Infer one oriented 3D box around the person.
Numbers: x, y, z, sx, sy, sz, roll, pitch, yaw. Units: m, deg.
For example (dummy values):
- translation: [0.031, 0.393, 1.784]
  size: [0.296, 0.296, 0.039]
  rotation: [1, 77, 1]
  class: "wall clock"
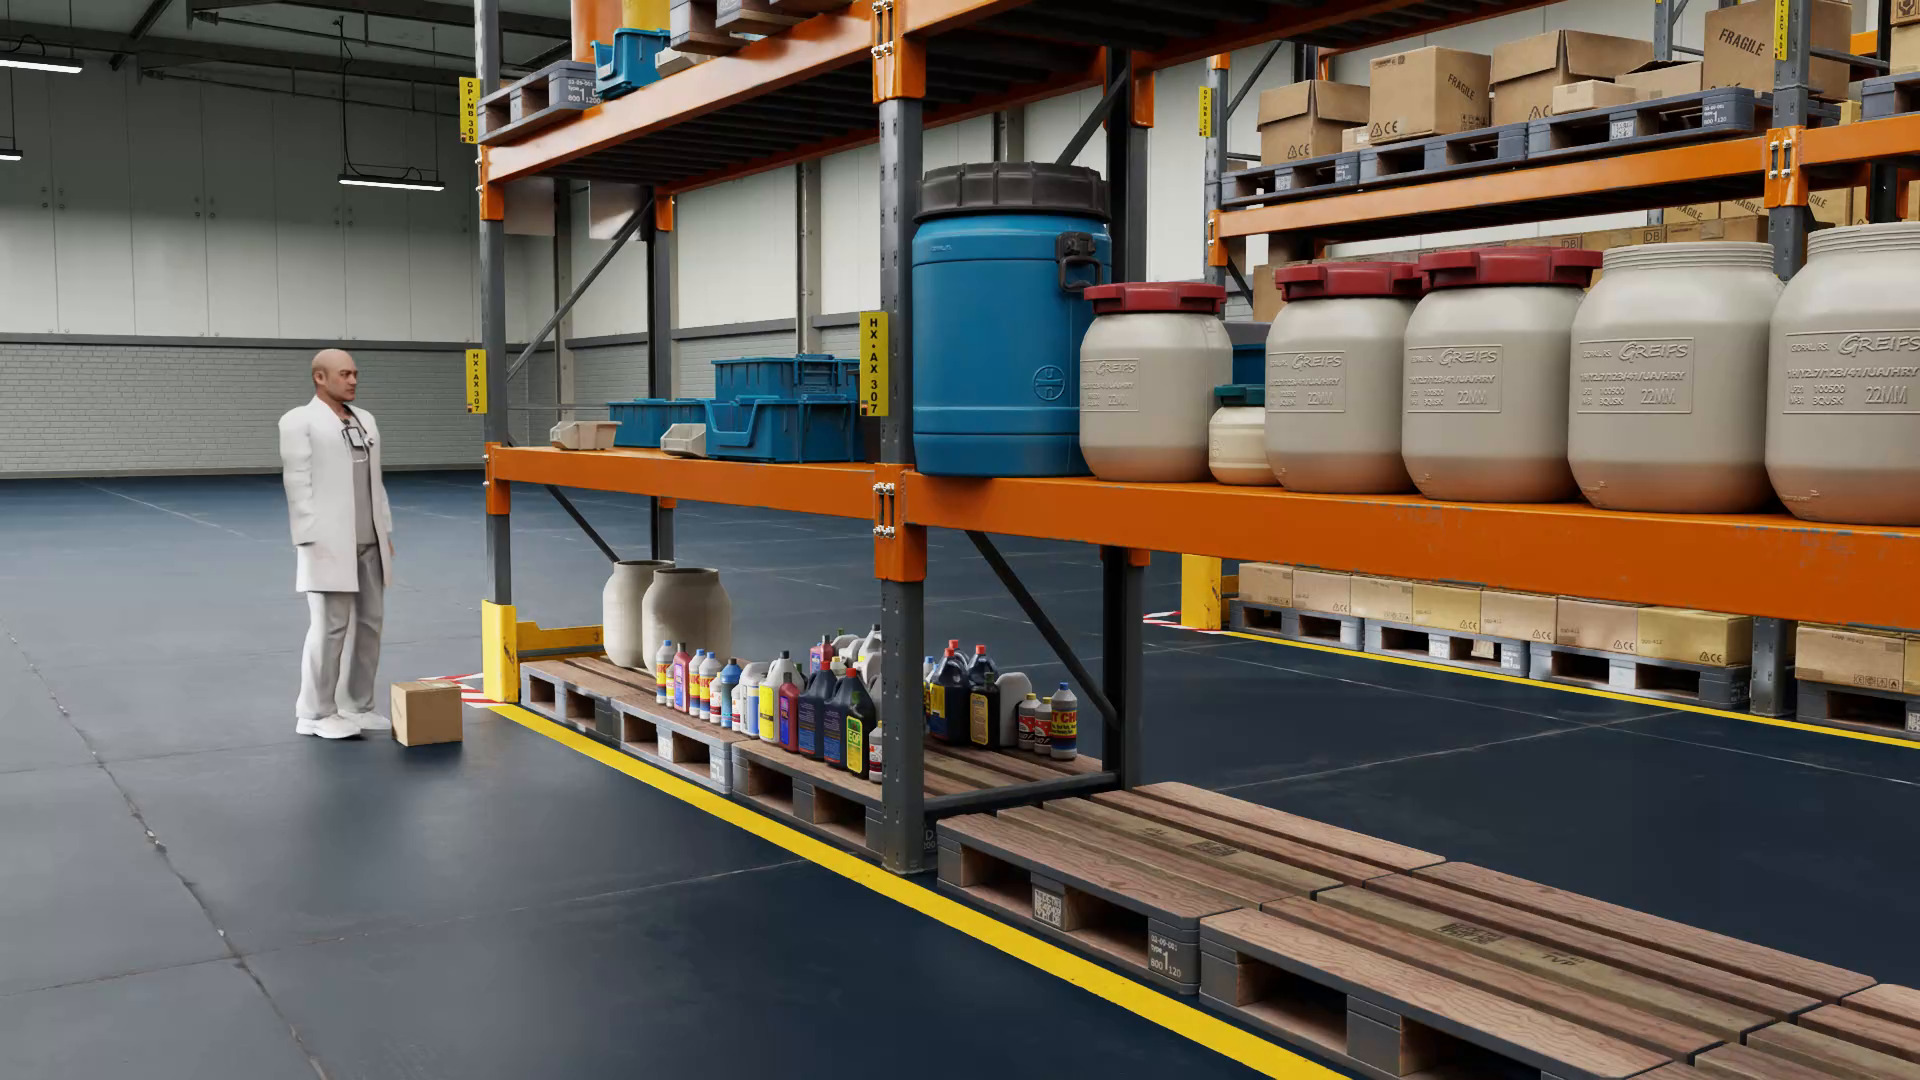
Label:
- translation: [-2.848, 0.021, 7.700]
  size: [0.413, 1.804, 0.563]
  rotation: [2, 5, 25]
  class: "person"
